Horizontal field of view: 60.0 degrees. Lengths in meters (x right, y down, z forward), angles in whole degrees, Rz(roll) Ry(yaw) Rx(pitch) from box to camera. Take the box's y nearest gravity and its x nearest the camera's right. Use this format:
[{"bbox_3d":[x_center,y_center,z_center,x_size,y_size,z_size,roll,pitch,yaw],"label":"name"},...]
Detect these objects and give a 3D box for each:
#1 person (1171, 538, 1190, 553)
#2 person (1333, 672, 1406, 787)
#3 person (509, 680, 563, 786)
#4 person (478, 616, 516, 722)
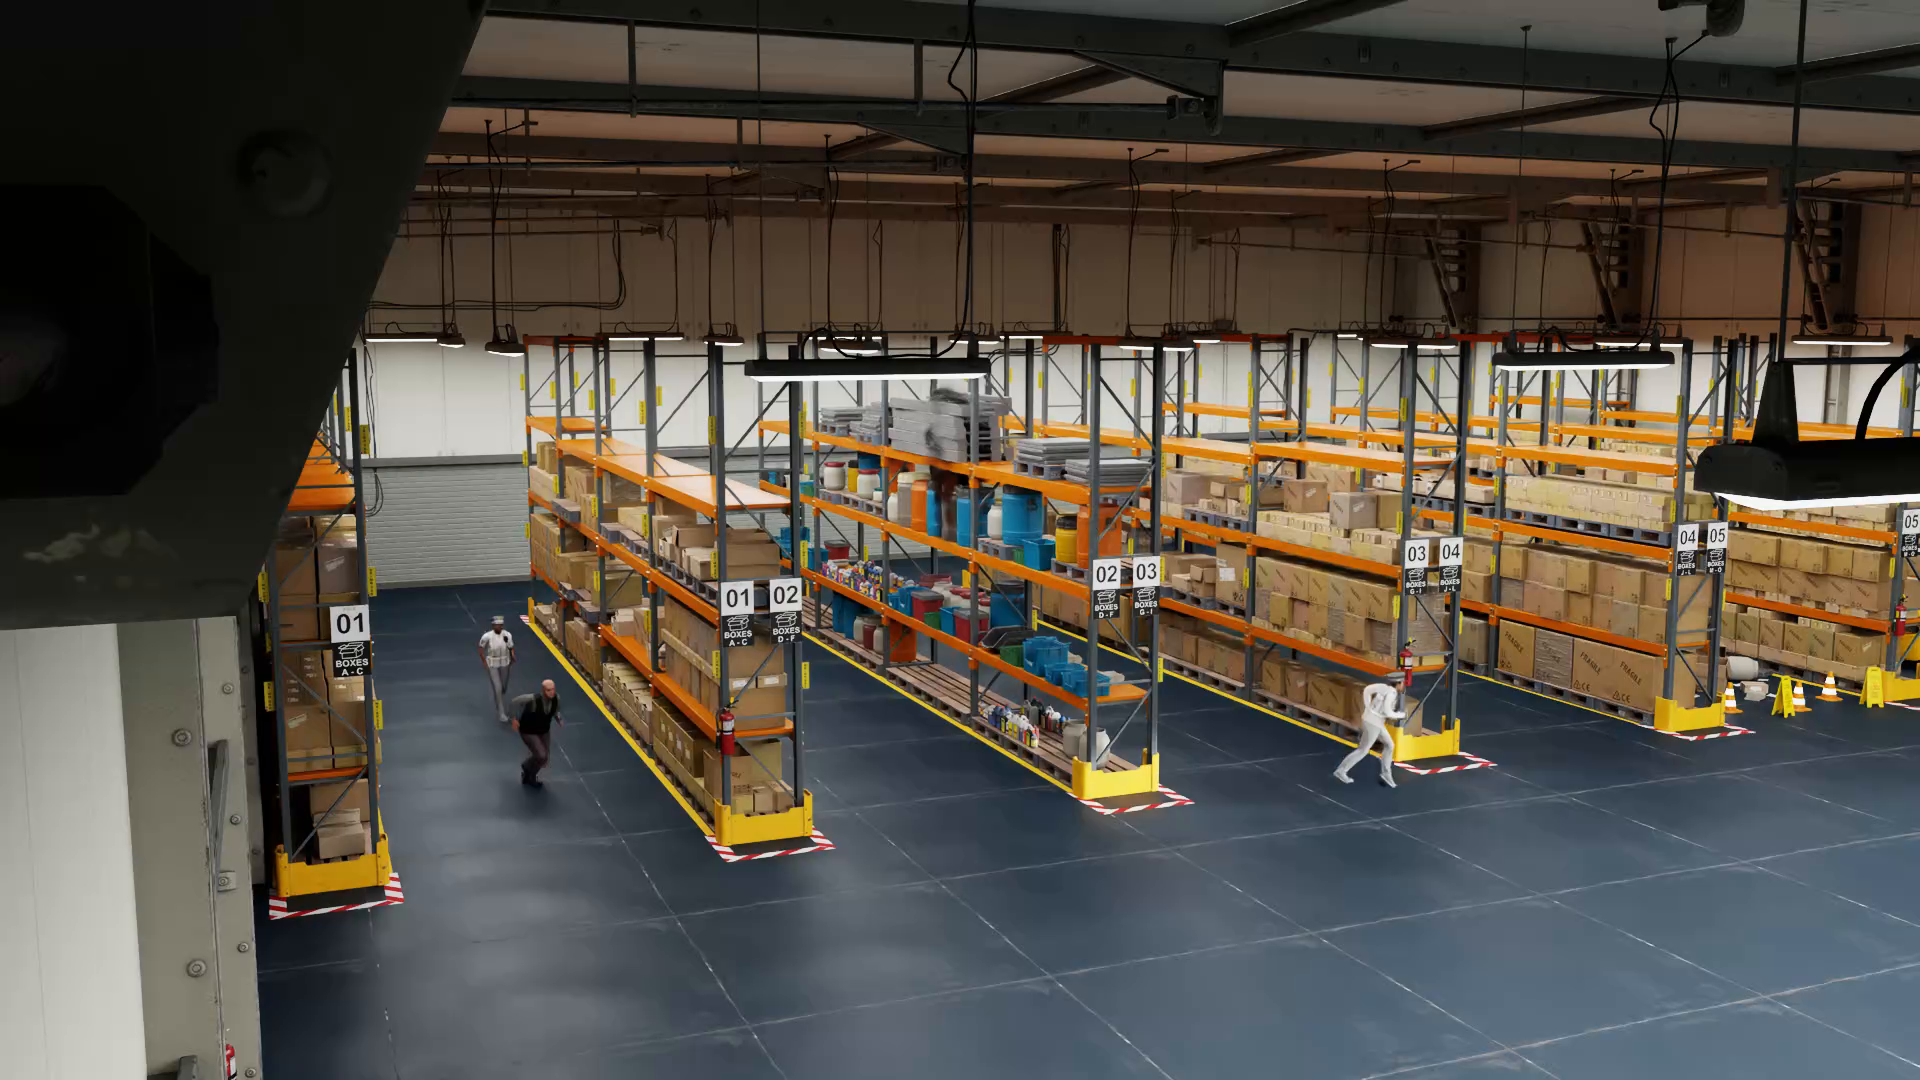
[{"bbox_3d":[5.744,-0.175,43.033,0.670,1.657,0.577,-7,10,-43],"label":"person"},{"bbox_3d":[5.550,2.586,22.572,0.951,1.621,0.655,0,8,-1],"label":"person"},{"bbox_3d":[-5.677,2.608,22.309,0.867,1.549,0.684,7,10,41],"label":"person"},{"bbox_3d":[-7.387,2.000,26.513,0.559,1.678,0.836,-5,9,-31],"label":"person"}]
